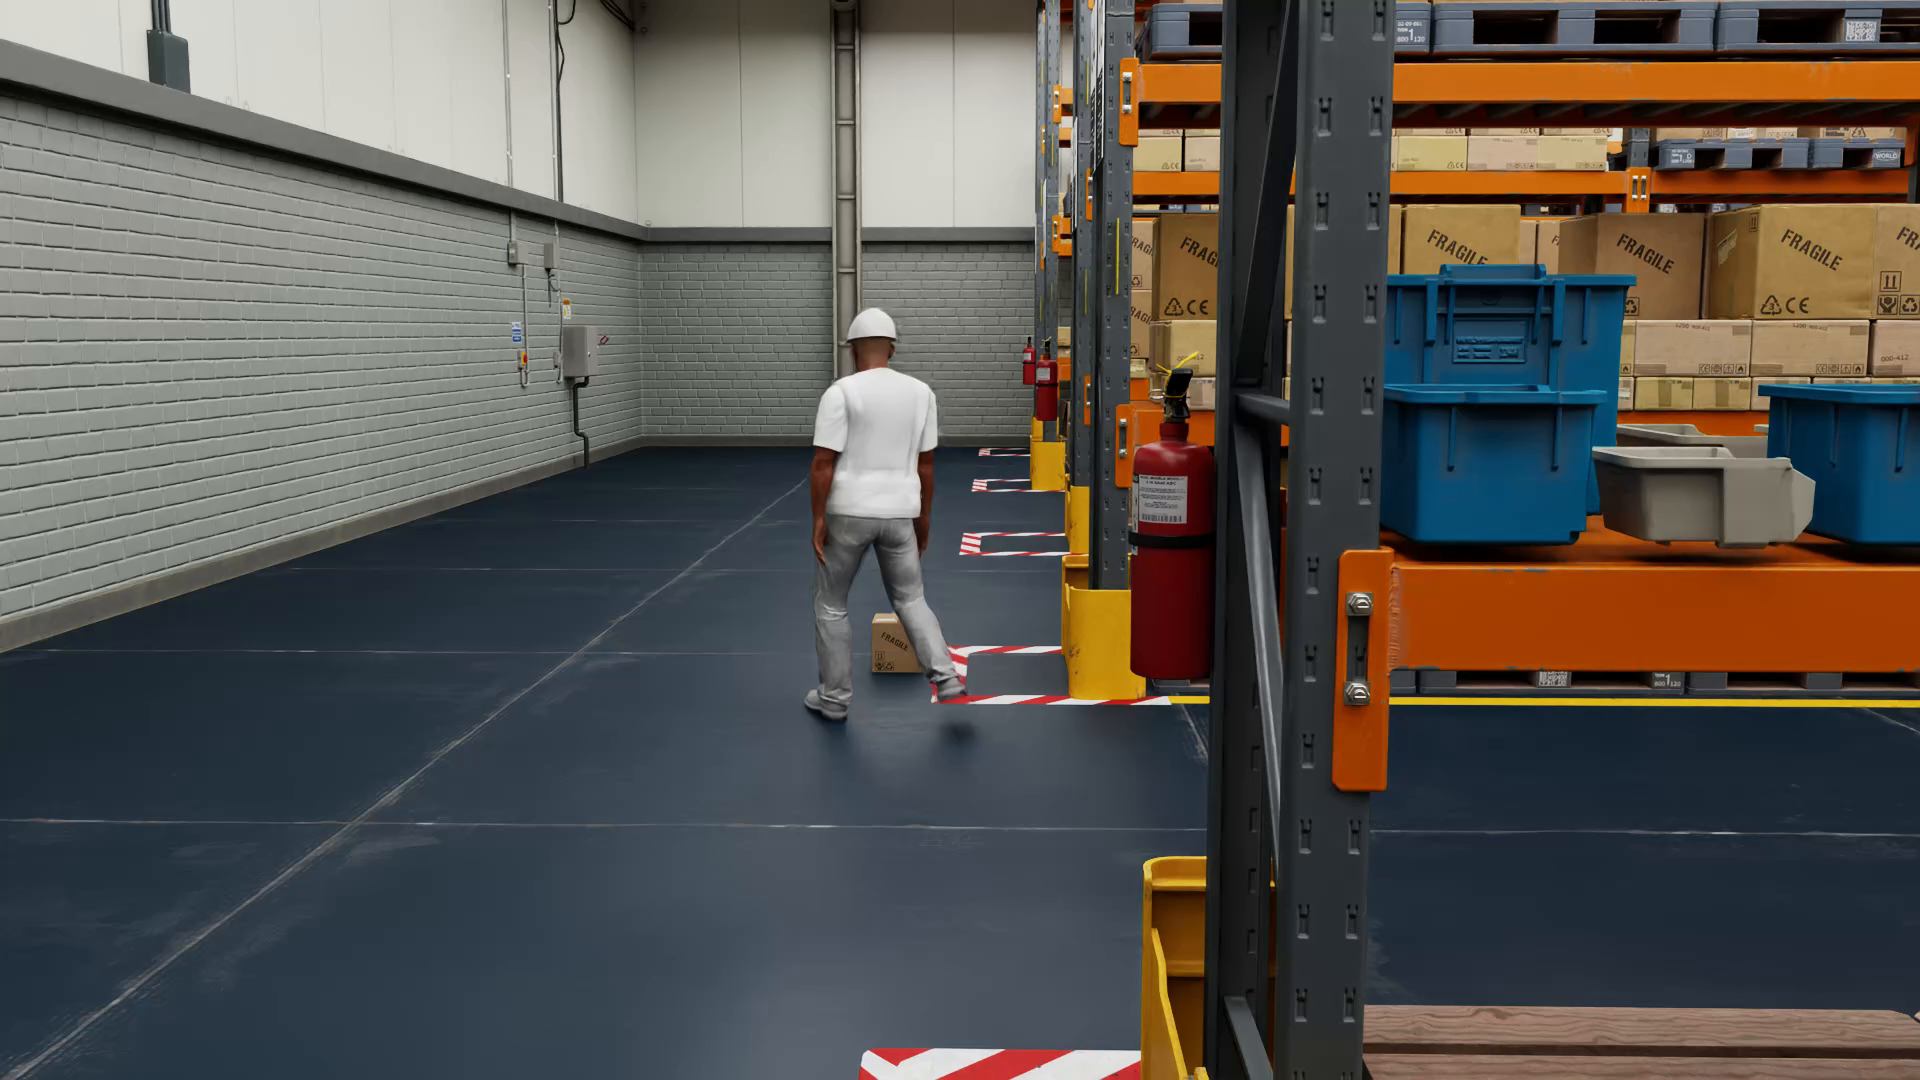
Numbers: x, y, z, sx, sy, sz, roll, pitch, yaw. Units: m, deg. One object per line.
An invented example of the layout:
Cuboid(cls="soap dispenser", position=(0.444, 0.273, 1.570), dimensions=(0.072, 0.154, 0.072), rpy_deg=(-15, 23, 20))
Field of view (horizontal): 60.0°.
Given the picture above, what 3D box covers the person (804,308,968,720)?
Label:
Cuboid(cls="person", position=(-0.329, -0.099, 7.009), dimensions=(0.610, 1.741, 0.737), rpy_deg=(-4, 8, -28))
